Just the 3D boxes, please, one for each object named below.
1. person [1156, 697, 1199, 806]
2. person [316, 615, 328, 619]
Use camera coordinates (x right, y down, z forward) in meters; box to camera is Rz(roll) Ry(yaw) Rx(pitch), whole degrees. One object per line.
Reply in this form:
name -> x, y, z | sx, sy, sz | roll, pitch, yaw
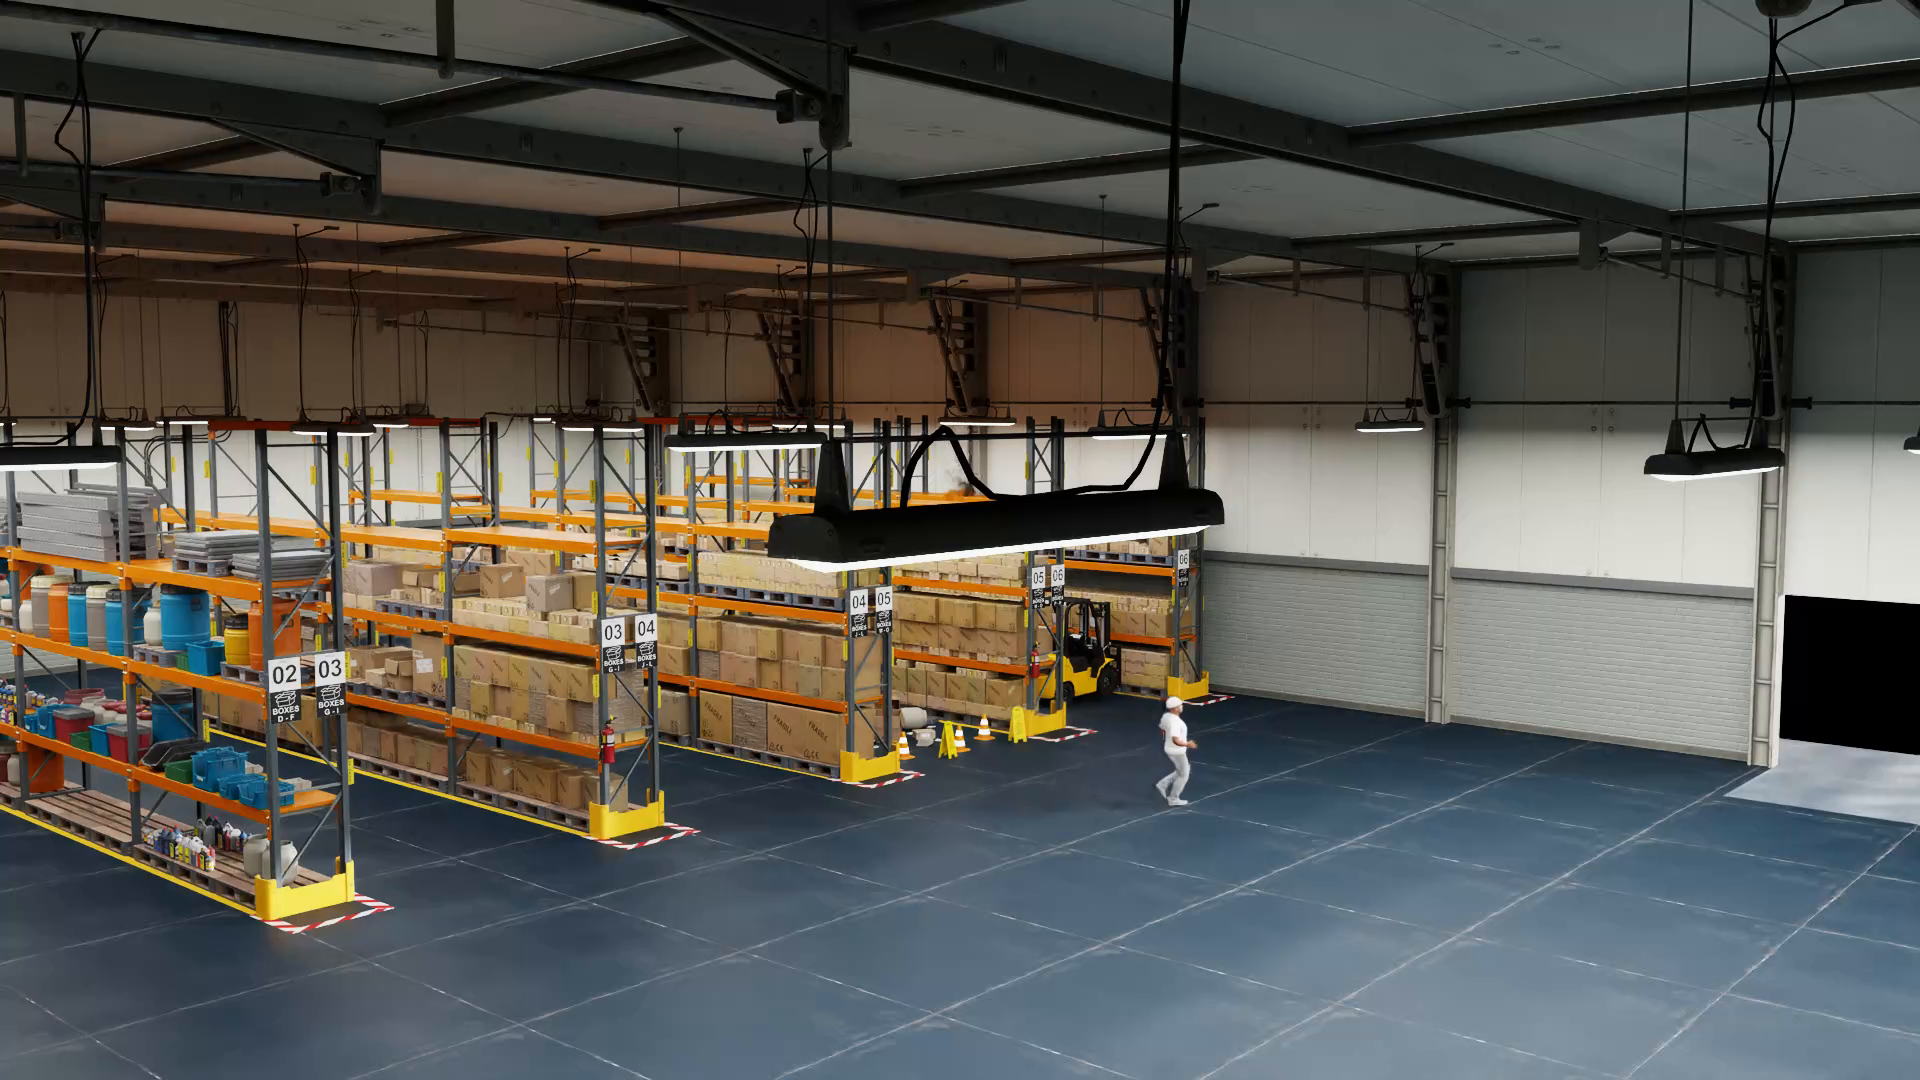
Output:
person -> 3.391, 3.305, 26.061 | 0.600, 1.719, 0.695 | 0, 5, -6
person -> -14.723, 2.351, 38.458 | 0.588, 1.661, 0.584 | 0, 5, 6
